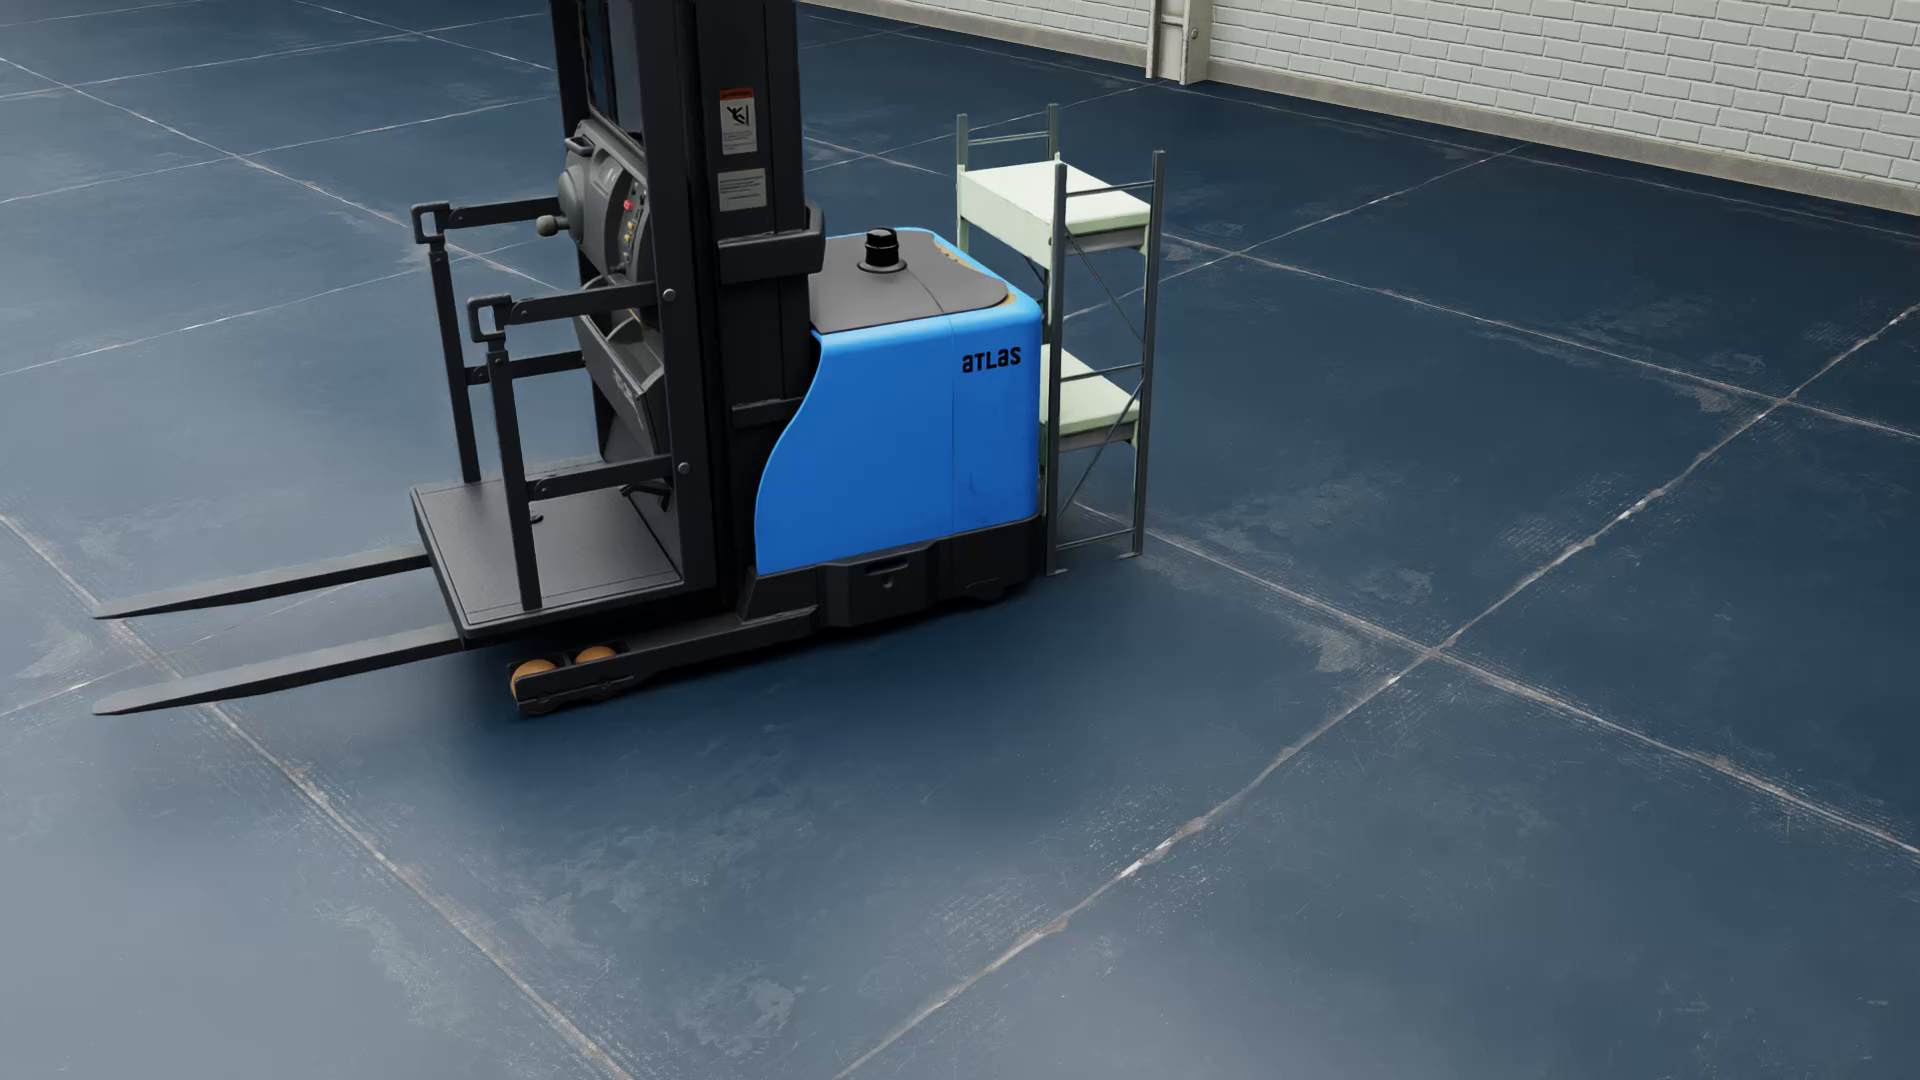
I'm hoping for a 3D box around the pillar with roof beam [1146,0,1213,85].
[{"bbox_3d":[-1.290,-6.237,8.443,0.400,9.000,9.100,25,36,38],"label":"pillar with roof beam"}]

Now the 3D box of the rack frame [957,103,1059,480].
[{"bbox_3d":[0.174,-0.881,6.313,0.400,1.500,0.023,-12,30,-22],"label":"rack frame"}]

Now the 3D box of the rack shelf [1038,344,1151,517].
[{"bbox_3d":[0.331,-0.438,6.173,0.431,0.370,0.720,-12,30,-22],"label":"rack shelf"}]

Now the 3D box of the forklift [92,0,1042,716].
[{"bbox_3d":[-1.276,-1.032,5.064,3.031,2.935,1.130,-12,30,-22],"label":"forklift"}]

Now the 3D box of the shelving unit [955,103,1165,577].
[{"bbox_3d":[0.331,-0.727,6.021,0.431,1.500,0.755,-12,30,-22],"label":"shelving unit"}]

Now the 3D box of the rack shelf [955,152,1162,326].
[{"bbox_3d":[0.331,-1.072,5.839,0.431,0.370,0.720,-12,30,-22],"label":"rack shelf"}]

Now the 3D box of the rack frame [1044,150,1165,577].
[{"bbox_3d":[0.488,-0.573,5.728,0.400,1.500,0.023,-12,30,-22],"label":"rack frame"}]
